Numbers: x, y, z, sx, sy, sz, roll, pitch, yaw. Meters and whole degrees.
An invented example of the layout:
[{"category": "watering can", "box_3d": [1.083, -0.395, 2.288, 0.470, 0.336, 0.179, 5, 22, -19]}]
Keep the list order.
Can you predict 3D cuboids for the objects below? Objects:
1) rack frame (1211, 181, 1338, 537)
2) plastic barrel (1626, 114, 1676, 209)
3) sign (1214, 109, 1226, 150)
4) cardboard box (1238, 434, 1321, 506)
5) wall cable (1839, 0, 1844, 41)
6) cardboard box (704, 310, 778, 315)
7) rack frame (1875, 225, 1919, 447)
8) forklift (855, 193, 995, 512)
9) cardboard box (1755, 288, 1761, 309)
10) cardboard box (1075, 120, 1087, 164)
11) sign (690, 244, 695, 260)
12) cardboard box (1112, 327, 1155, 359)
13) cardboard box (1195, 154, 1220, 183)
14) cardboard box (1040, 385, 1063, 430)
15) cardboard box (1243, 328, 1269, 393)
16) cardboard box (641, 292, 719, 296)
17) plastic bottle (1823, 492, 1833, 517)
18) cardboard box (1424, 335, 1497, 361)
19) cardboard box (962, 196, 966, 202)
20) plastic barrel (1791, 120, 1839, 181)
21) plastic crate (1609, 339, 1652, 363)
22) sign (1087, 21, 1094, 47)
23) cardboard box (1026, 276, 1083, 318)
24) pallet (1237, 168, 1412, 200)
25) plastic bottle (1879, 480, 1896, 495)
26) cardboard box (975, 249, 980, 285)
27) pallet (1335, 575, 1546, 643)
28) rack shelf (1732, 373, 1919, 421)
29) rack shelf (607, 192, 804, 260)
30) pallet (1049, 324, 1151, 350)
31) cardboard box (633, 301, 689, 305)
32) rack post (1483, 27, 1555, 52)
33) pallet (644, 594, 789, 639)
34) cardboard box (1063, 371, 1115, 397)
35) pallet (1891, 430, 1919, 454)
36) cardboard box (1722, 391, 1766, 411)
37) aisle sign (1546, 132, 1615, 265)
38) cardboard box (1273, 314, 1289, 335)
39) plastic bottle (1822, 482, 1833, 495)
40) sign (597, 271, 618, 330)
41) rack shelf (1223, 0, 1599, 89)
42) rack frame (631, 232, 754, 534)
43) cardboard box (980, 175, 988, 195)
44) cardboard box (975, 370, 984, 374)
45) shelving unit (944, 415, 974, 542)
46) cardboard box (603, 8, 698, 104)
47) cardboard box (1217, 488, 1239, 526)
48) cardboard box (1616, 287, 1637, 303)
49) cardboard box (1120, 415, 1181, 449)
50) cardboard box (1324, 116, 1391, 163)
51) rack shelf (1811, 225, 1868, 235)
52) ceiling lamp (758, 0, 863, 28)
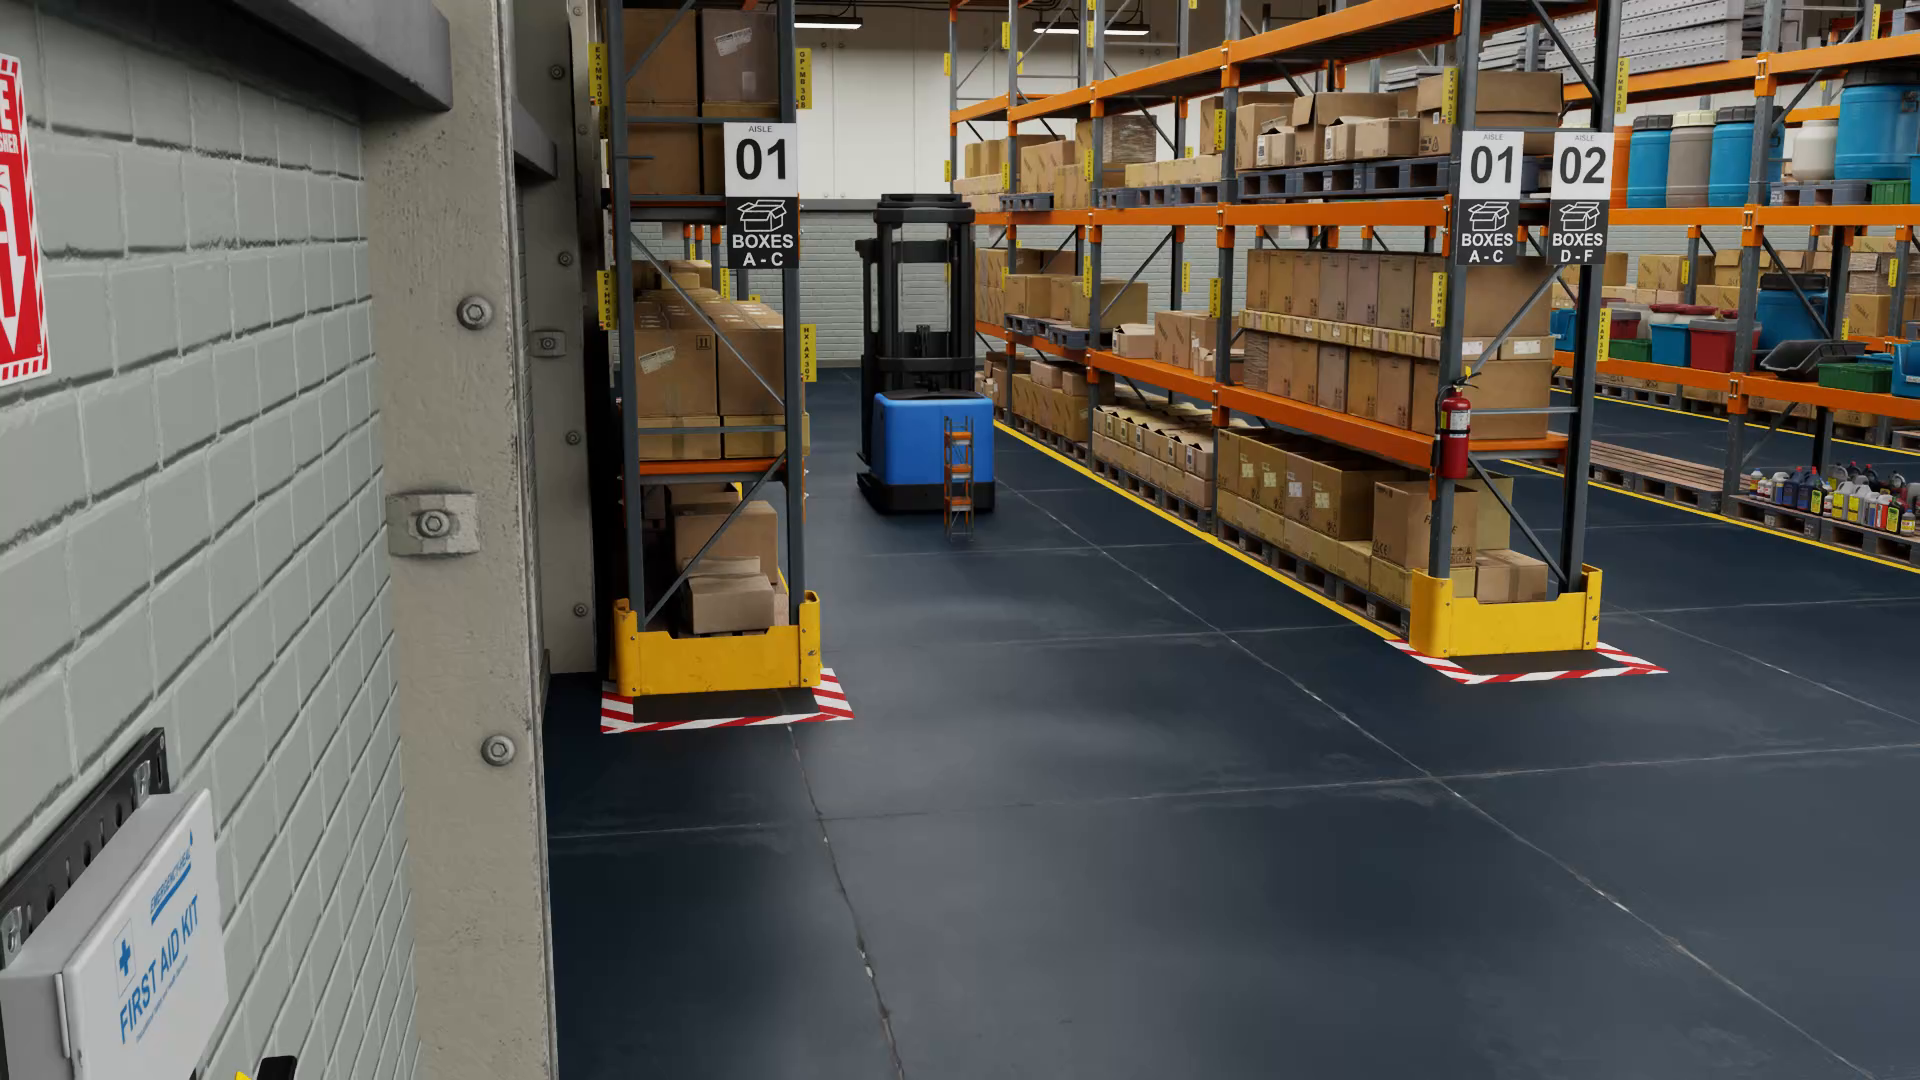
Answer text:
[{"category": "rack frame", "box_3d": [2.681, -1.530, 14.214, 1.000, 3.000, 0.127, -2, 11, -11]}, {"category": "plastic barrel", "box_3d": [6.975, -3.755, 16.538, 0.600, 0.901, 0.708, -2, 11, -11]}, {"category": "sign", "box_3d": [2.151, -3.391, 13.742, 0.100, 0.325, 0.005, -2, 11, -11]}, {"category": "cardboard box", "box_3d": [2.569, -0.566, 13.374, 0.500, 0.500, 0.500, -2, 11, -11]}, {"category": "wall cable", "box_3d": [16.886, -11.321, 33.567, 2.355, 3.000, 0.029, -2, 11, -11]}, {"category": "cardboard box", "box_3d": [-1.490, -1.299, 11.341, 0.500, 0.500, 0.500, -2, 11, -9]}, {"category": "rack frame", "box_3d": [11.621, -2.623, 19.957, 1.000, 3.000, 0.127, -2, 11, -11]}, {"category": "forklift", "box_3d": [-0.439, -1.930, 16.495, 1.130, 2.935, 3.031, -2, 11, -10]}, {"category": "cardboard box", "box_3d": [10.883, -3.129, 22.345, 0.500, 0.500, 0.500, -2, 11, -12]}, {"category": "cardboard box", "box_3d": [1.626, -4.545, 19.089, 0.500, 0.500, 0.500, -2, 11, -11]}, {"category": "sign", "box_3d": [-3.976, -4.253, 24.787, 0.100, 0.325, 0.005, -2, 11, -11]}, {"category": "cardboard box", "box_3d": [1.887, -2.049, 17.178, 0.500, 0.311, 0.500, -2, 11, -12]}, {"category": "cardboard box", "box_3d": [2.461, -3.350, 15.032, 0.500, 0.250, 0.500, -3, 11, -17]}, {"category": "cardboard box", "box_3d": [1.283, -1.606, 20.120, 0.500, 0.500, 0.500, -3, 11, -13]}, {"category": "cardboard box", "box_3d": [2.774, -1.498, 13.778, 0.700, 0.500, 0.500, -2, 11, -12]}, {"category": "cardboard box", "box_3d": [-2.590, -2.035, 15.420, 0.700, 0.500, 0.500, -2, 11, -11]}, {"category": "plastic bottle", "box_3d": [7.360, -0.301, 14.061, 0.097, 0.201, 0.097, 0, 11, 0]}, {"category": "cardboard box", "box_3d": [3.198, -1.228, 10.621, 0.380, 0.149, 0.250, -2, 11, -12]}, {"category": "cardboard box", "box_3d": [0.282, -4.935, 24.483, 0.500, 0.250, 0.500, -2, 11, -11]}, {"category": "plastic barrel", "box_3d": [7.432, -3.358, 14.374, 0.421, 0.512, 0.421, 0, 11, 0]}, {"category": "plastic crate", "box_3d": [6.925, -1.915, 16.801, 0.450, 0.188, 0.662, -2, 11, -11]}, {"category": "sign", "box_3d": [1.669, -6.502, 21.371, 0.100, 0.325, 0.005, -2, 11, -11]}, {"category": "cardboard box", "box_3d": [1.194, -3.034, 20.724, 0.700, 0.500, 0.500, 0, 11, -2]}, {"category": "pallet", "box_3d": [2.873, -2.805, 13.125, 1.003, 0.211, 1.213, -2, 11, -11]}, {"category": "plastic bottle", "box_3d": [7.953, -0.381, 14.263, 0.061, 0.283, 0.133, -2, 11, -11]}, {"category": "cardboard box", "box_3d": [0.476, -3.900, 23.722, 0.500, 0.500, 0.500, -2, 11, -12]}, {"category": "pallet", "box_3d": [3.269, 0.434, 11.349, 1.003, 0.211, 1.213, -2, 11, -11]}, {"category": "rack shelf", "box_3d": [7.930, -0.989, 13.297, 1.077, 0.370, 4.000, -2, 11, -11]}, {"category": "rack shelf", "box_3d": [-1.788, -2.103, 11.123, 1.077, 0.370, 4.000, -2, 11, -11]}, {"category": "pallet", "box_3d": [1.703, -2.291, 18.726, 1.213, 0.211, 1.003, -2, 11, -11]}, {"category": "cardboard box", "box_3d": [-2.291, -1.560, 12.713, 0.500, 0.500, 0.500, -2, 11, -12]}, {"category": "rack post", "box_3d": [6.515, -5.783, 19.134, 0.624, 0.289, 0.986, -2, 11, -11]}, {"category": "pallet", "box_3d": [-1.537, 0.590, 10.533, 1.003, 0.211, 1.213, -2, 11, -11]}, {"category": "cardboard box", "box_3d": [1.476, -1.794, 19.100, 0.500, 0.250, 0.500, -2, 11, -9]}, {"category": "pallet", "box_3d": [11.772, -1.110, 19.465, 1.003, 0.211, 1.213, -2, 11, -11]}, {"category": "cardboard box", "box_3d": [11.162, -2.239, 22.497, 1.225, 0.875, 0.875, -3, 11, -13]}, {"category": "aisle sign", "box_3d": [3.772, -2.073, 10.111, 0.394, 0.787, 0.004, -2, 11, -11]}, {"category": "cardboard box", "box_3d": [2.697, -1.700, 13.105, 0.380, 0.149, 0.250, -2, 11, -12]}, {"category": "plastic bottle", "box_3d": [7.393, -0.362, 14.197, 0.097, 0.271, 0.097, 0, 11, 0]}, {"category": "sign", "box_3d": [-1.947, -1.323, 9.185, 0.100, 0.325, 0.005, -2, 11, -11]}, {"category": "rack shelf", "box_3d": [3.070, -3.561, 11.830, 1.077, 0.370, 4.000, -2, 11, -11]}, {"category": "rack frame", "box_3d": [-2.177, -1.349, 13.264, 1.000, 3.000, 0.127, -2, 11, -11]}, {"category": "cardboard box", "box_3d": [0.576, -4.906, 22.991, 0.500, 0.250, 0.500, -2, 11, -11]}, {"category": "cardboard box", "box_3d": [0.272, -2.395, 24.933, 0.500, 0.250, 0.500, -2, 11, -11]}, {"category": "shelving unit", "box_3d": [-0.010, -0.526, 14.150, 0.215, 1.050, 0.252, -2, 11, -11]}, {"category": "cardboard box", "box_3d": [-1.739, -2.709, 9.390, 0.500, 0.500, 0.500, -2, 11, -8]}, {"category": "cardboard box", "box_3d": [2.474, -0.290, 13.927, 0.500, 0.250, 0.500, -2, 11, -11]}, {"category": "cardboard box", "box_3d": [10.297, -3.689, 25.163, 0.500, 0.250, 0.500, -2, 11, -10]}, {"category": "cardboard box", "box_3d": [1.924, -1.098, 16.676, 0.500, 0.311, 0.500, -2, 11, -13]}, {"category": "cardboard box", "box_3d": [2.868, -2.805, 11.630, 0.500, 0.311, 0.500, -1, 11, -4]}, {"category": "rack shelf", "box_3d": [15.339, -5.006, 26.376, 1.077, 0.370, 4.000, -2, 11, -11]}, {"category": "ceiling lamp", "box_3d": [-2.556, -9.949, 26.789, 2.000, 3.185, 0.800, -2, 11, -11]}]
